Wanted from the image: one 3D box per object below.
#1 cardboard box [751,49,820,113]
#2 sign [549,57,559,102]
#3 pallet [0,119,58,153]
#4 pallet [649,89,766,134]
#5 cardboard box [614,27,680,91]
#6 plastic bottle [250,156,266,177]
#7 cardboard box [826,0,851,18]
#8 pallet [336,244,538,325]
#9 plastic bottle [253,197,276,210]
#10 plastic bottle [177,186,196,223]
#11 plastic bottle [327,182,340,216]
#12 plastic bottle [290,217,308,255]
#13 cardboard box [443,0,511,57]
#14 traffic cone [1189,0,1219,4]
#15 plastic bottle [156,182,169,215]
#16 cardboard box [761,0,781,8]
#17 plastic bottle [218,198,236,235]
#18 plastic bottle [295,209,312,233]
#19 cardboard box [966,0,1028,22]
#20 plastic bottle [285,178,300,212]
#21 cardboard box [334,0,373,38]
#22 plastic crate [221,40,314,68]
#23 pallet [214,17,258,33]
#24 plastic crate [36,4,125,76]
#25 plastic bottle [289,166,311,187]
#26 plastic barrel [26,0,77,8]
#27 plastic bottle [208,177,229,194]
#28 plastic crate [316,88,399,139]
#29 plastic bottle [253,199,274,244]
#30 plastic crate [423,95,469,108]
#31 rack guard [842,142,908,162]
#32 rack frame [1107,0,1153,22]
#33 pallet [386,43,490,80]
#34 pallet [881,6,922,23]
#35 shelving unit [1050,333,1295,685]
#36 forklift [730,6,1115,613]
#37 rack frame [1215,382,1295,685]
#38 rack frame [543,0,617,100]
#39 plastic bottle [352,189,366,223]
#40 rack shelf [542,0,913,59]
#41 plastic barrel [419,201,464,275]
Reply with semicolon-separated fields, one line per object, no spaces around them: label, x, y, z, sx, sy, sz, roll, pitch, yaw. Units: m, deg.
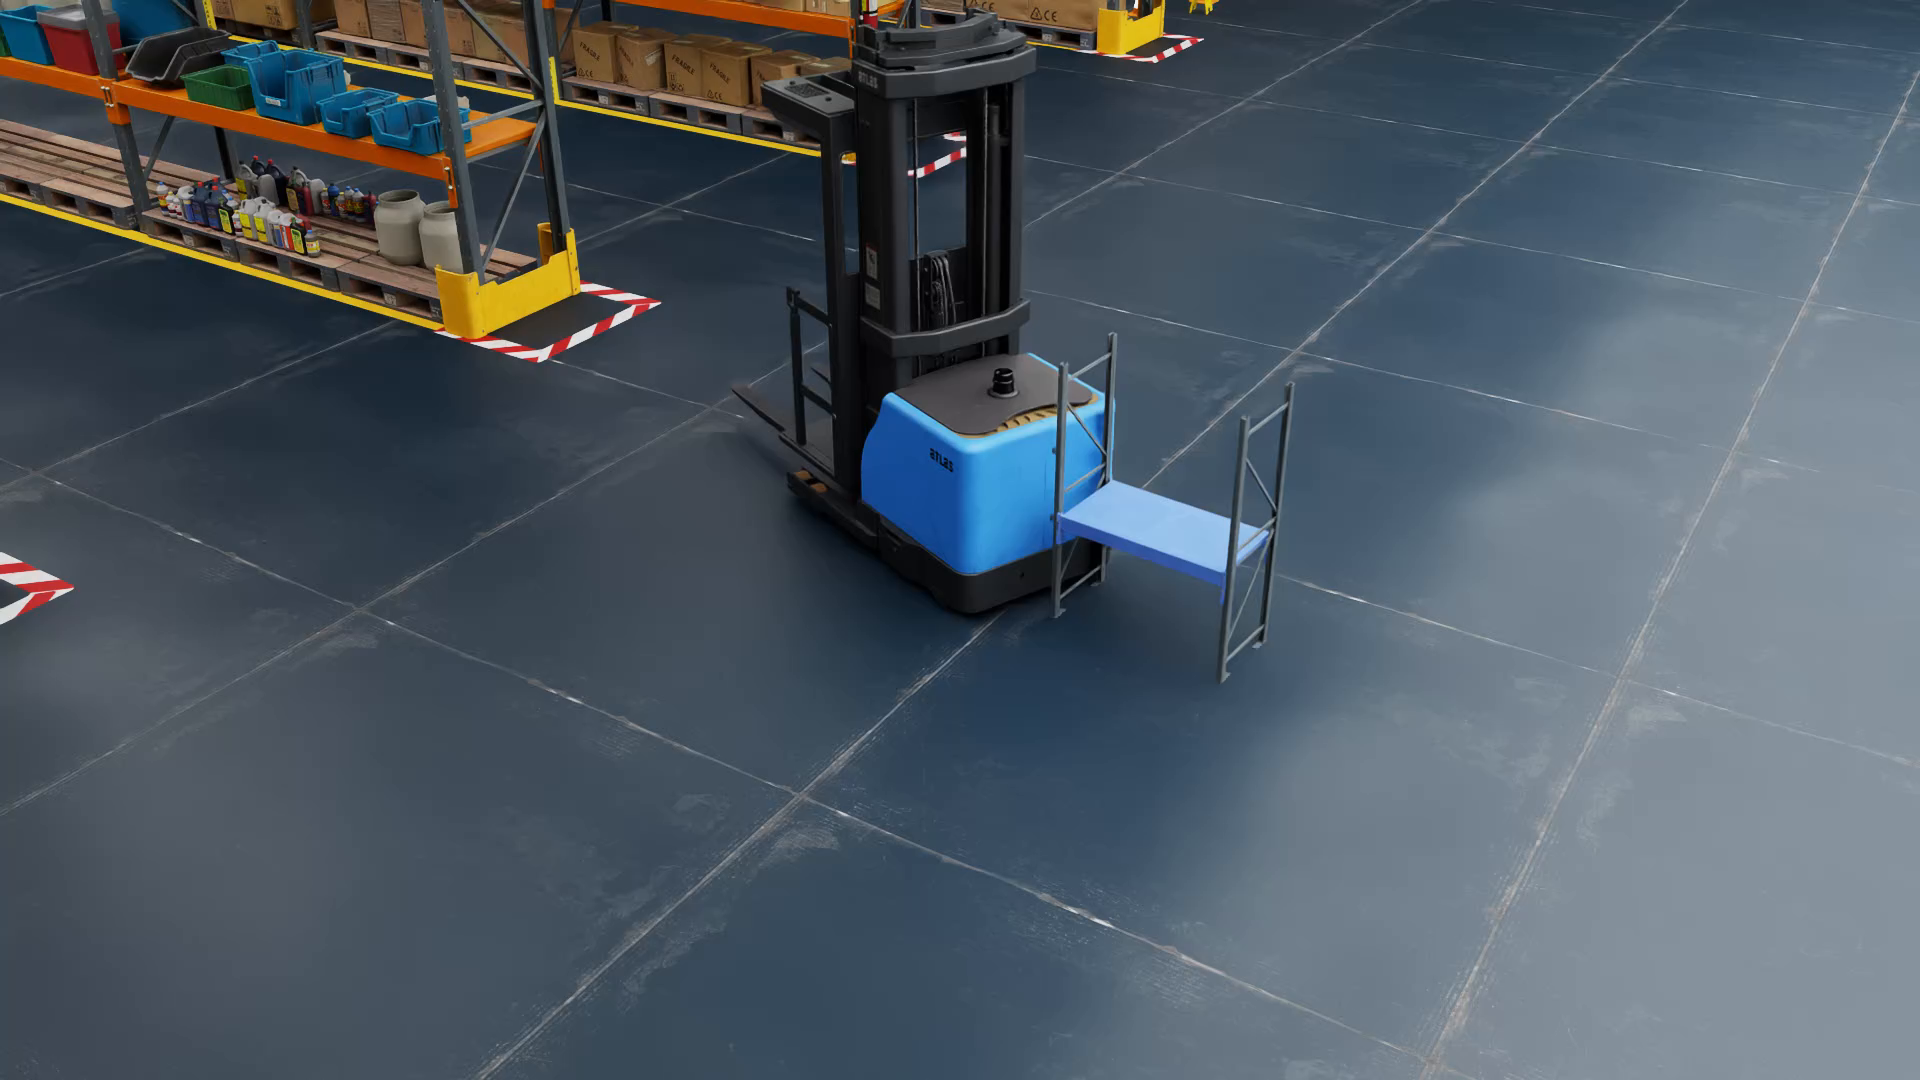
cardboard box;-1.742;-4.598;16.718;0.500;0.500;0.500;-25;38;-36
sign;-3.035;-3.415;12.353;0.005;0.325;0.100;18;35;27
pallet;-9.471;-3.777;16.014;1.213;0.211;1.003;18;35;27
pallet;-2.460;-4.552;17.343;1.213;0.211;1.003;18;35;27
cardboard box;-3.279;-5.075;17.536;0.500;0.500;0.500;-23;37;-33
plastic bottle;-6.020;-3.130;14.331;0.185;0.351;0.144;17;34;26
cardboard box;-1.049;-5.056;15.689;0.250;0.149;0.380;18;35;27
pallet;-4.105;-2.078;13.102;1.213;0.211;1.003;18;35;27
plastic bottle;-5.678;-2.659;13.598;0.135;0.276;0.152;18;35;27
plastic bottle;-6.393;-2.800;13.839;0.135;0.276;0.152;19;35;29
plastic bottle;-5.247;-2.865;13.956;0.097;0.271;0.097;0;30;0
plastic bottle;-5.228;-2.407;13.159;0.133;0.283;0.061;18;35;29
cardboard box;-5.462;-5.817;18.788;0.500;0.500;0.700;14;33;23
traffic cone;3.219;-7.310;21.820;0.334;0.463;0.336;18;35;27
plastic bottle;-6.682;-2.873;13.968;0.097;0.271;0.097;0;30;0
cardboard box;-1.703;-5.242;16.007;0.250;0.149;0.380;18;35;27
plastic bottle;-5.978;-2.644;13.565;0.133;0.283;0.061;19;35;29
plastic bottle;-5.262;-2.509;13.332;0.133;0.283;0.061;18;35;27
cardboard box;0.669;-6.918;20.323;0.875;0.875;0.875;17;34;27
plastic bottle;-5.617;-2.912;14.024;0.133;0.283;0.061;18;35;27
cardboard box;-6.895;-6.259;19.545;0.500;0.500;0.700;16;34;25
plastic crate;-5.637;-3.889;13.587;0.616;0.251;0.499;18;35;27
pallet;-9.130;-6.685;21.000;1.213;0.211;1.003;18;35;27
plastic crate;-7.291;-4.160;13.841;0.583;0.464;0.402;18;35;27
plastic bottle;-5.584;-2.992;14.094;0.185;0.351;0.144;17;34;27
plastic barrel;-8.034;-4.739;14.761;0.433;0.535;0.433;0;30;0
plastic bottle;-6.179;-2.848;13.847;0.185;0.351;0.144;18;35;27
plastic crate;-4.461;-3.181;12.373;0.408;0.251;0.499;18;35;27
plastic bottle;-5.578;-2.572;13.374;0.185;0.351;0.144;19;35;29
plastic crate;-3.918;-3.325;12.735;0.250;0.136;0.298;18;35;27
rack guard;-0.762;-4.117;16.310;0.348;0.500;1.175;18;35;27
rack frame;2.025;-7.266;19.228;0.127;3.000;1.000;18;35;27
pallet;-5.783;-5.578;19.101;1.213;0.211;1.003;18;35;27
pallet;-0.760;-6.896;21.361;1.213;0.211;1.003;18;35;27
shelving unit;1.059;-0.169;8.551;1.048;1.500;0.538;21;36;31
forklift;-0.398;-1.566;9.526;1.130;2.935;3.031;-19;35;-29
rack frame;1.467;-0.015;8.288;0.032;1.500;0.500;21;36;31
rack frame;-4.085;-6.248;17.482;0.127;3.000;1.000;18;35;27
plastic bottle;-4.991;-2.784;13.817;0.097;0.271;0.097;0;30;0
rack shelf;-2.391;-5.401;16.745;4.000;0.370;1.077;18;35;27
plastic barrel;-3.929;-2.313;12.789;0.421;0.512;0.421;0;30;0
